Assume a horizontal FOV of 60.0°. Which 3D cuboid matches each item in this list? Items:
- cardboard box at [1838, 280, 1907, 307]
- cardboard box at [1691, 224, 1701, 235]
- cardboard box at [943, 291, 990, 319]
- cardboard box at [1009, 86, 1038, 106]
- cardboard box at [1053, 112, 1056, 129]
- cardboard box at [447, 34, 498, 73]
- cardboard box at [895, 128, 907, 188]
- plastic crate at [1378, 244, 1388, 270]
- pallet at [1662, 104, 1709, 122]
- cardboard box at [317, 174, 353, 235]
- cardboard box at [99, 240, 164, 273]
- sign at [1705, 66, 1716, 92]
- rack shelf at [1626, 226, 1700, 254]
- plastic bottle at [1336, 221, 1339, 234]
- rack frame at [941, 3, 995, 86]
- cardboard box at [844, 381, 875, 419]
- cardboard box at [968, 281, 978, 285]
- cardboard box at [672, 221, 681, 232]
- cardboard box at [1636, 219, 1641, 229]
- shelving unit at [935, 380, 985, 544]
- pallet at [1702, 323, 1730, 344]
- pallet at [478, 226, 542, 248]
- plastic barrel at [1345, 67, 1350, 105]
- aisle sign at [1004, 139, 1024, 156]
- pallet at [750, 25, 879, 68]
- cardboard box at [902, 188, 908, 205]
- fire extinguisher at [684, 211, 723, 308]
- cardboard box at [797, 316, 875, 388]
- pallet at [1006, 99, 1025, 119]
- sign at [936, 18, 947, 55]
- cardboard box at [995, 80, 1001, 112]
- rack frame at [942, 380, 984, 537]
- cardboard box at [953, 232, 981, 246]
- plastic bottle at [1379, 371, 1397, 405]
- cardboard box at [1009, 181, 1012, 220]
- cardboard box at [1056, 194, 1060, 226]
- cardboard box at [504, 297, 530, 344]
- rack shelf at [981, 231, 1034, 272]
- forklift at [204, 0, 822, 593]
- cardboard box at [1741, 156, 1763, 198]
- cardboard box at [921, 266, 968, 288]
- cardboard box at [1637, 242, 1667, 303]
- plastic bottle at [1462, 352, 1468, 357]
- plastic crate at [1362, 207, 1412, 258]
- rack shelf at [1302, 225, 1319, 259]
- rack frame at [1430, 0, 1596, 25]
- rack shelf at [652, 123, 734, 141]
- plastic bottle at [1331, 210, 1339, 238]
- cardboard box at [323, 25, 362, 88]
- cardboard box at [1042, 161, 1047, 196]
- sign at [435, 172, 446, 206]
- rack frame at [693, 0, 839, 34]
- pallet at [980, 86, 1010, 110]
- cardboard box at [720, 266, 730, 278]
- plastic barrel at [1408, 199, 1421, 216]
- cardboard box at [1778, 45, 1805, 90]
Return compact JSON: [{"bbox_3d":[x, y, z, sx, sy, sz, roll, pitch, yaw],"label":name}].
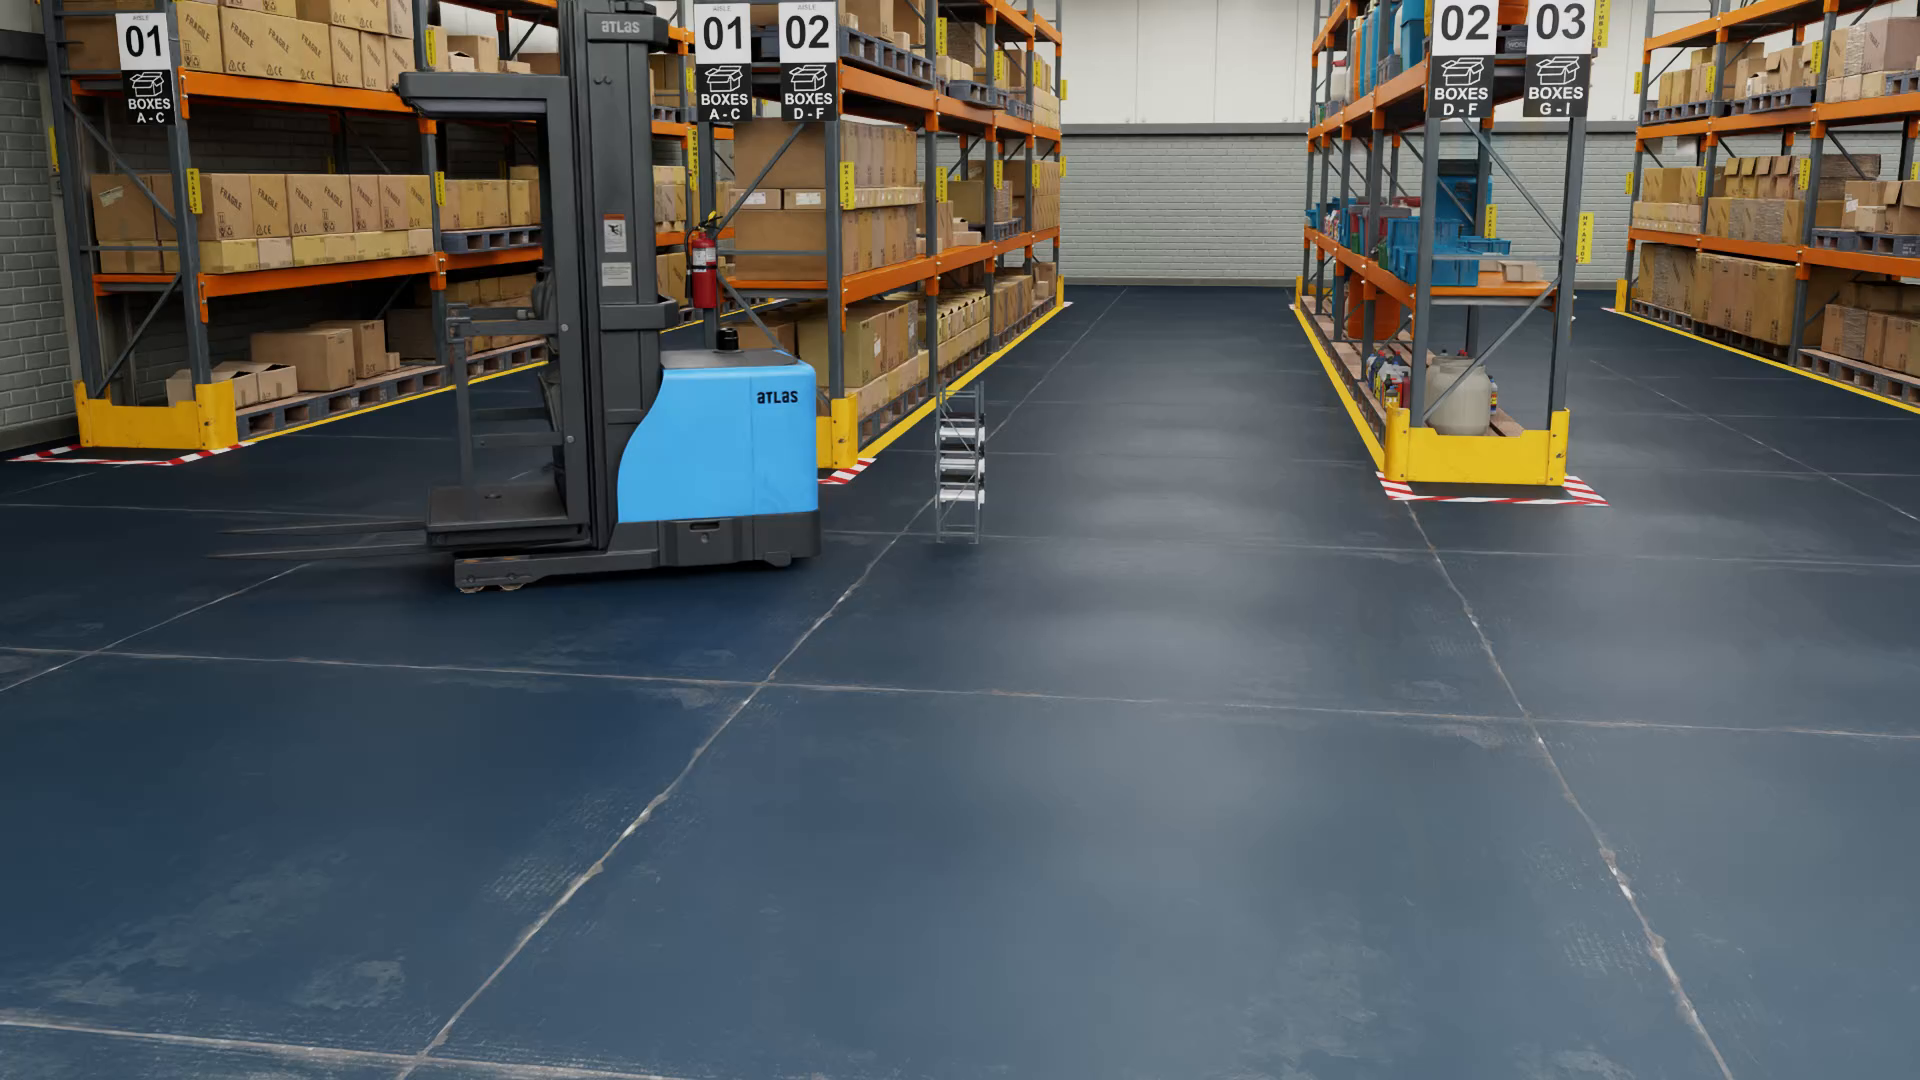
[{"bbox_3d":[9.610,-2.593,17.514,0.500,0.250,0.500,2,12,11],"label":"cardboard box"},{"bbox_3d":[10.021,-4.158,22.261,0.380,0.149,0.250,2,12,9],"label":"cardboard box"},{"bbox_3d":[0.058,-2.714,19.164,0.500,0.311,0.500,2,12,10],"label":"cardboard box"},{"bbox_3d":[0.830,-6.259,23.464,0.500,0.250,0.500,2,12,9],"label":"cardboard box"},{"bbox_3d":[1.219,-6.535,25.931,0.500,0.250,0.500,2,12,9],"label":"cardboard box"},{"bbox_3d":[-5.263,-5.111,17.735,0.500,0.500,0.500,1,12,7],"label":"cardboard box"},{"bbox_3d":[-0.859,-3.348,14.592,0.700,0.500,0.500,2,12,9],"label":"cardboard box"},{"bbox_3d":[3.686,-2.324,13.662,0.450,0.188,0.662,2,12,9],"label":"plastic crate"},{"bbox_3d":[10.624,-6.052,23.548,1.003,0.211,1.213,2,12,9],"label":"pallet"},{"bbox_3d":[-5.621,-2.900,14.359,0.500,0.500,0.500,2,12,10],"label":"cardboard box"},{"bbox_3d":[-6.350,-2.230,13.029,0.500,0.250,0.500,2,12,9],"label":"cardboard box"},{"bbox_3d":[9.749,-5.982,21.594,0.100,0.325,0.005,2,12,9],"label":"sign"},{"bbox_3d":[10.606,-4.271,23.899,1.077,0.370,4.000,2,12,9],"label":"rack shelf"},{"bbox_3d":[4.561,-3.722,19.948,0.097,0.271,0.097,0,12,0],"label":"plastic bottle"},{"bbox_3d":[-0.105,-6.628,18.889,1.000,3.000,0.127,2,12,9],"label":"rack frame"},{"bbox_3d":[-0.960,-1.100,13.007,0.500,0.250,0.500,2,12,9],"label":"cardboard box"},{"bbox_3d":[-0.039,-3.108,21.684,0.500,0.500,0.500,1,12,7],"label":"cardboard box"},{"bbox_3d":[-4.173,-4.442,23.533,0.380,0.149,0.250,2,12,10],"label":"cardboard box"},{"bbox_3d":[10.495,-4.800,25.240,0.380,0.149,0.250,2,12,8],"label":"cardboard box"},{"bbox_3d":[0.001,-0.442,9.406,0.258,0.900,0.210,2,12,9],"label":"shelving unit"},{"bbox_3d":[10.254,-2.680,21.428,1.003,0.211,1.213,2,12,9],"label":"pallet"},{"bbox_3d":[-5.264,-3.348,18.364,1.003,0.211,1.213,2,12,9],"label":"pallet"},{"bbox_3d":[4.438,-5.000,18.190,0.421,0.512,0.421,0,12,0],"label":"plastic barrel"},{"bbox_3d":[0.846,-6.655,27.084,0.394,0.787,0.004,2,12,9],"label":"aisle sign"},{"bbox_3d":[-1.201,-3.600,12.165,1.003,0.211,1.213,2,12,9],"label":"pallet"},{"bbox_3d":[-0.667,-3.004,14.537,0.380,0.149,0.250,2,12,9],"label":"cardboard box"},{"bbox_3d":[-1.812,-1.983,11.757,0.296,0.674,0.183,2,12,9],"label":"fire extinguisher"},{"bbox_3d":[-0.958,-1.466,12.927,0.500,0.500,0.500,2,12,9],"label":"cardboard box"},{"bbox_3d":[0.184,-5.553,21.466,1.213,0.211,1.003,2,12,9],"label":"pallet"},{"bbox_3d":[-0.171,-4.603,15.196,0.100,0.325,0.005,2,12,9],"label":"sign"},{"bbox_3d":[0.007,-5.409,20.113,0.910,0.500,0.500,2,12,9],"label":"cardboard box"},{"bbox_3d":[0.017,-0.463,9.505,0.240,0.900,0.006,2,12,9],"label":"rack frame"},{"bbox_3d":[0.030,-3.376,18.637,0.380,0.149,0.250,2,12,9],"label":"cardboard box"},{"bbox_3d":[3.495,-1.229,13.499,0.152,0.276,0.135,2,12,7],"label":"plastic bottle"},{"bbox_3d":[0.299,-4.412,21.614,0.700,0.500,0.500,-1,12,-6],"label":"cardboard box"},{"bbox_3d":[1.325,-5.308,26.764,0.500,0.500,0.500,2,12,10],"label":"cardboard box"},{"bbox_3d":[-5.302,-2.489,18.811,0.700,0.500,0.500,2,12,8],"label":"cardboard box"},{"bbox_3d":[0.203,-3.760,21.528,1.077,0.370,4.000,2,12,9],"label":"rack shelf"},{"bbox_3d":[-2.312,-1.293,8.534,3.031,2.935,1.130,-4,13,-16],"label":"forklift"},{"bbox_3d":[10.091,-4.470,20.496,0.797,0.503,0.637,2,12,9],"label":"cardboard box"},{"bbox_3d":[-0.189,-3.269,20.652,0.500,0.250,0.500,2,12,11],"label":"cardboard box"},{"bbox_3d":[10.894,-4.070,25.304,0.875,0.875,0.875,2,12,9],"label":"cardboard box"},{"bbox_3d":[4.330,-1.438,14.290,0.144,0.351,0.185,1,12,6],"label":"plastic bottle"},{"bbox_3d":[3.946,-2.843,15.415,0.402,0.464,0.583,2,12,9],"label":"plastic crate"},{"bbox_3d":[5.712,-4.431,24.644,1.077,0.370,4.000,2,12,9],"label":"rack shelf"},{"bbox_3d":[3.559,-4.801,10.413,1.000,3.000,0.127,2,12,9],"label":"rack frame"},{"bbox_3d":[-4.077,-6.219,25.817,1.077,0.370,4.000,2,12,9],"label":"rack shelf"},{"bbox_3d":[4.720,-3.944,20.791,0.144,0.351,0.185,2,12,9],"label":"plastic bottle"},{"bbox_3d":[-5.587,-4.213,14.517,0.500,0.500,0.500,1,12,6],"label":"cardboard box"},{"bbox_3d":[1.019,-5.369,24.676,0.500,0.500,0.500,2,12,7],"label":"cardboard box"},{"bbox_3d":[-5.078,-3.430,16.233,0.100,0.325,0.005,2,12,9],"label":"sign"},{"bbox_3d":[-1.335,-4.963,11.161,1.000,3.000,0.127,2,12,9],"label":"rack frame"},{"bbox_3d":[-0.121,-4.925,18.555,1.213,0.211,1.003,2,12,11],"label":"pallet"},{"bbox_3d":[-4.007,-4.035,26.032,0.700,0.500,0.500,2,12,10],"label":"cardboard box"},{"bbox_3d":[4.650,-3.113,16.494,0.433,0.535,0.433,0,12,0],"label":"plastic barrel"},{"bbox_3d":[9.751,-5.406,19.104,0.500,0.500,0.500,3,12,12],"label":"cardboard box"}]
